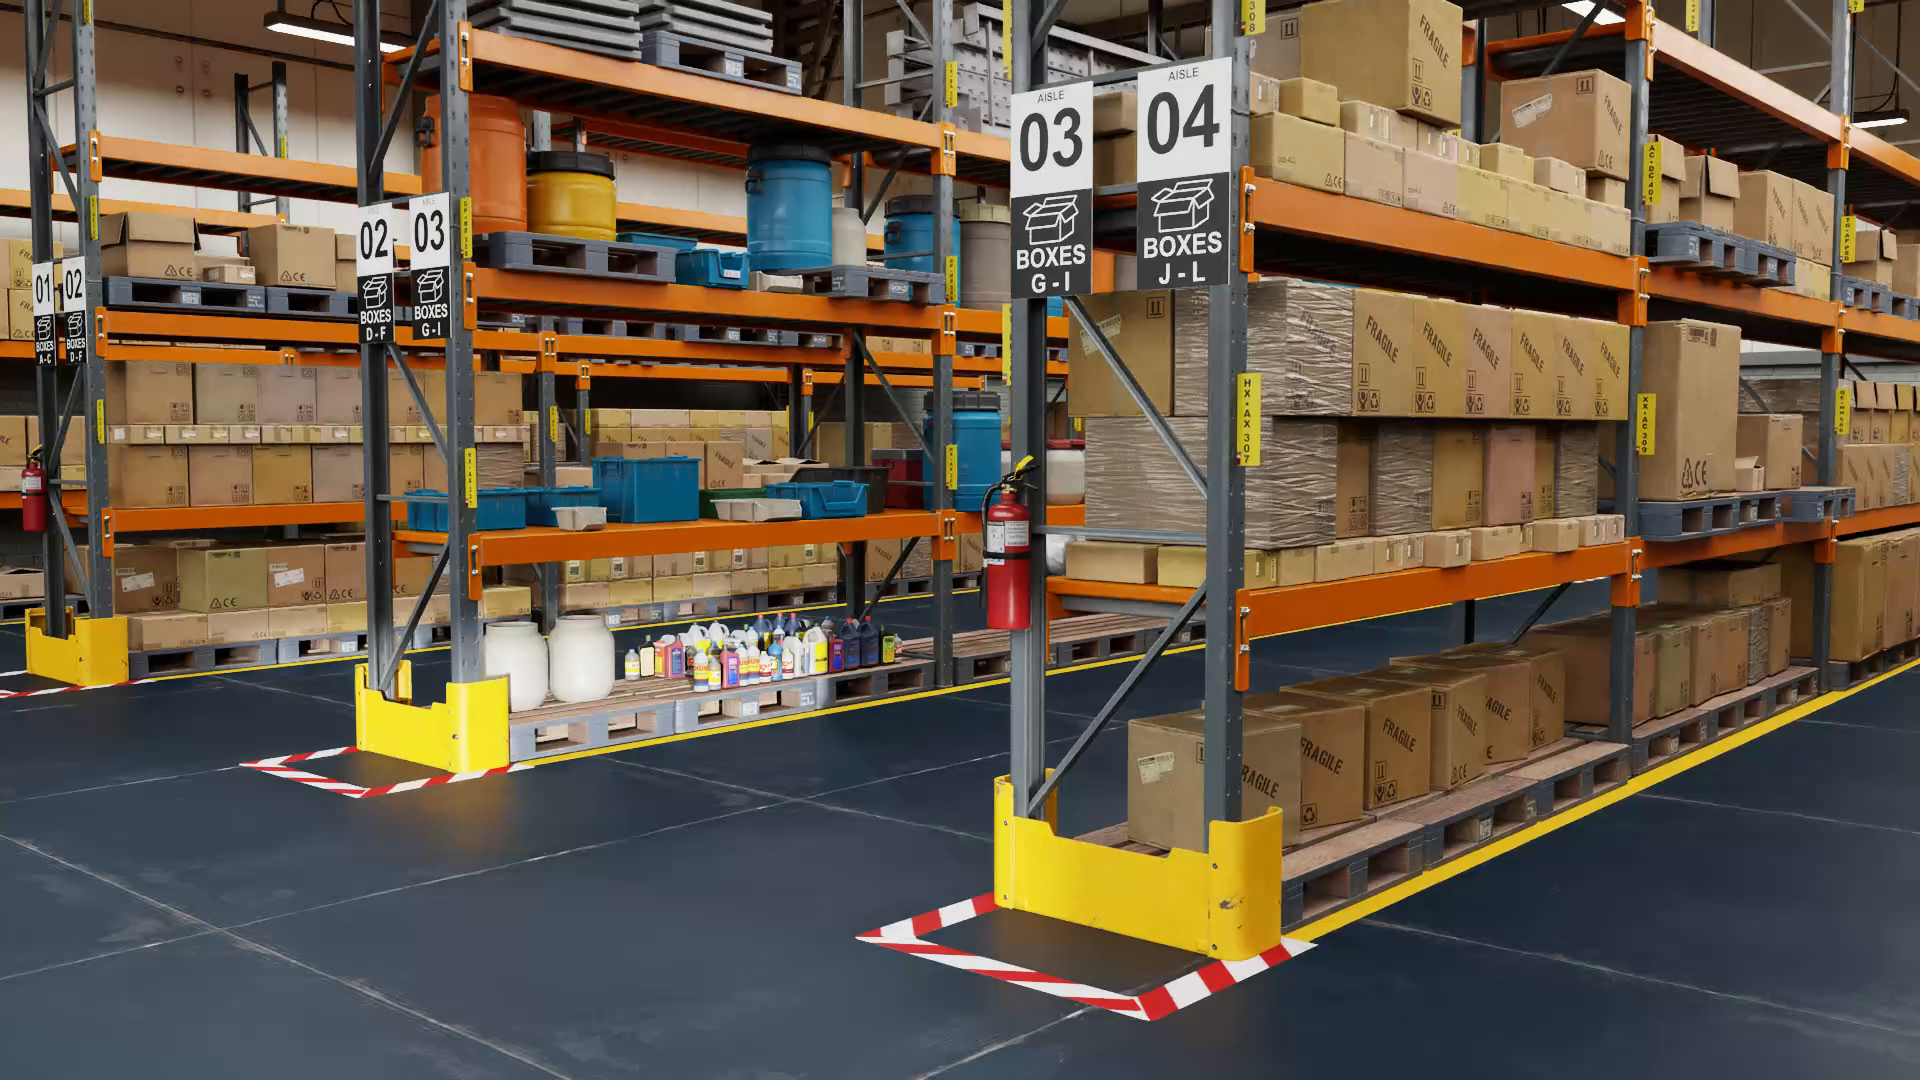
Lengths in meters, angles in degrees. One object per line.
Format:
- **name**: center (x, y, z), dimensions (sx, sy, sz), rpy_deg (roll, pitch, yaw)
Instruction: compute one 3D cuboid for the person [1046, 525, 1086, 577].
- **person**: center (1.075, 0.231, 17.555), dimensions (0.504, 1.073, 0.815), rpy_deg (3, 5, 41)
